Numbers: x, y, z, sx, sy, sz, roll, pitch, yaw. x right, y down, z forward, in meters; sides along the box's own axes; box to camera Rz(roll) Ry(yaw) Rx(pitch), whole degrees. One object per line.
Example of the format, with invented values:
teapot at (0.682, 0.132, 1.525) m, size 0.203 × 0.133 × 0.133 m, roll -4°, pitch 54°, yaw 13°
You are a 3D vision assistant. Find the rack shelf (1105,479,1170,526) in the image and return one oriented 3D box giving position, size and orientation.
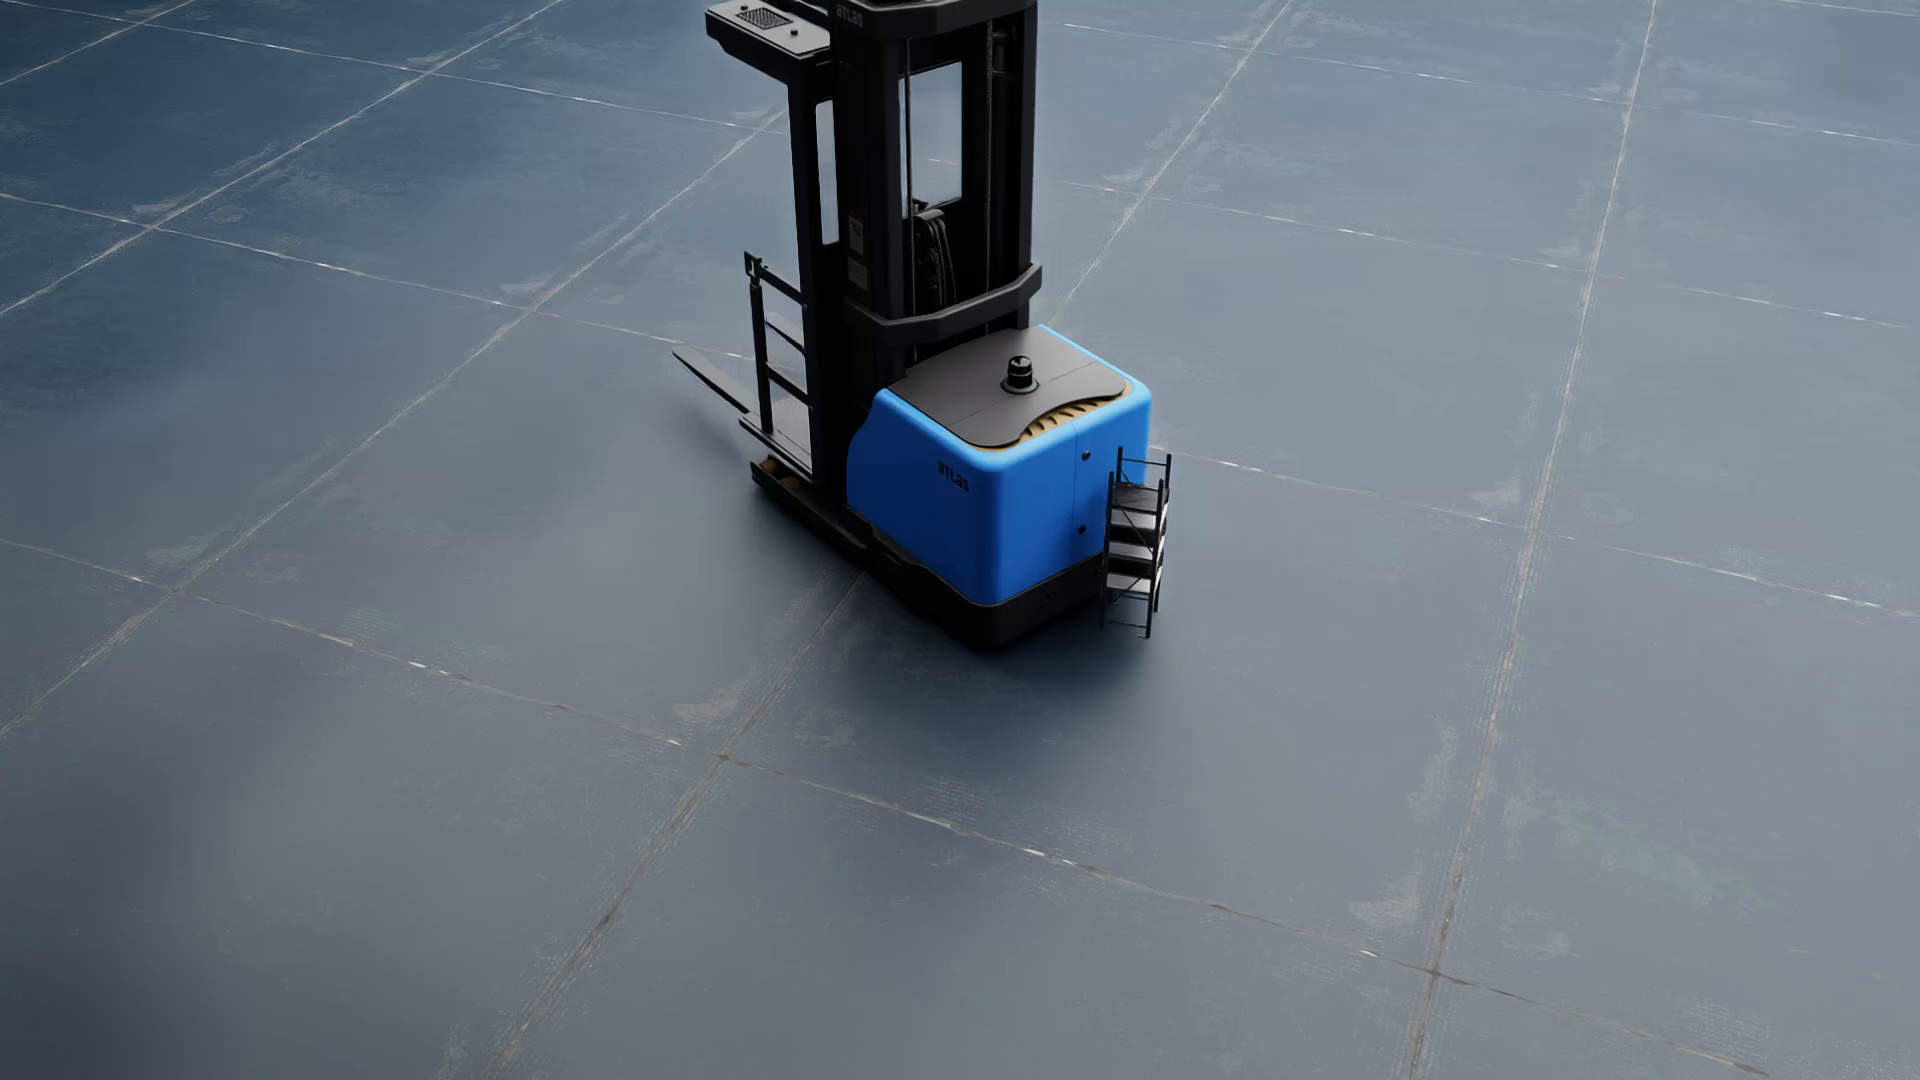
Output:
rack shelf at (0.794, -0.168, 7.430) m, size 0.258 × 0.077 × 0.200 m, roll 9°, pitch 38°, yaw 12°

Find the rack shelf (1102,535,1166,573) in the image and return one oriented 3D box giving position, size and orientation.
rack shelf at (0.794, 0.048, 7.591) m, size 0.258 × 0.077 × 0.200 m, roll 9°, pitch 38°, yaw 12°

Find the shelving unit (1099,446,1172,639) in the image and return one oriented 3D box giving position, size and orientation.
shelving unit at (0.794, 0.021, 7.571) m, size 0.258 × 0.900 × 0.210 m, roll 9°, pitch 38°, yaw 12°

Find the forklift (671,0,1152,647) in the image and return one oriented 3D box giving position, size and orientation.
forklift at (-0.432, -1.503, 7.915) m, size 1.130 × 2.935 × 3.031 m, roll -26°, pitch 44°, yaw -30°

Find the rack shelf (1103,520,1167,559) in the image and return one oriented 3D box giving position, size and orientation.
rack shelf at (0.794, -0.024, 7.537) m, size 0.258 × 0.077 × 0.200 m, roll 9°, pitch 38°, yaw 12°

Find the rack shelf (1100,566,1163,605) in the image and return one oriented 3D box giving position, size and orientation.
rack shelf at (0.794, 0.192, 7.699) m, size 0.258 × 0.077 × 0.200 m, roll 9°, pitch 38°, yaw 12°

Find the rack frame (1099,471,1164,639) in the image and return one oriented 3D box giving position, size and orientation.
rack frame at (0.767, 0.080, 7.493) m, size 0.240 × 0.900 × 0.006 m, roll 9°, pitch 38°, yaw 12°

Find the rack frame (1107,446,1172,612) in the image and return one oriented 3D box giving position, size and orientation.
rack frame at (0.821, -0.037, 7.650) m, size 0.240 × 0.900 × 0.006 m, roll 9°, pitch 38°, yaw 12°

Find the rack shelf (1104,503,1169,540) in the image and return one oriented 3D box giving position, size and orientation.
rack shelf at (0.794, -0.096, 7.484) m, size 0.258 × 0.077 × 0.200 m, roll 9°, pitch 38°, yaw 12°

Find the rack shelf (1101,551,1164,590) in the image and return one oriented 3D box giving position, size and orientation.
rack shelf at (0.794, 0.120, 7.645) m, size 0.258 × 0.077 × 0.200 m, roll 9°, pitch 38°, yaw 12°
